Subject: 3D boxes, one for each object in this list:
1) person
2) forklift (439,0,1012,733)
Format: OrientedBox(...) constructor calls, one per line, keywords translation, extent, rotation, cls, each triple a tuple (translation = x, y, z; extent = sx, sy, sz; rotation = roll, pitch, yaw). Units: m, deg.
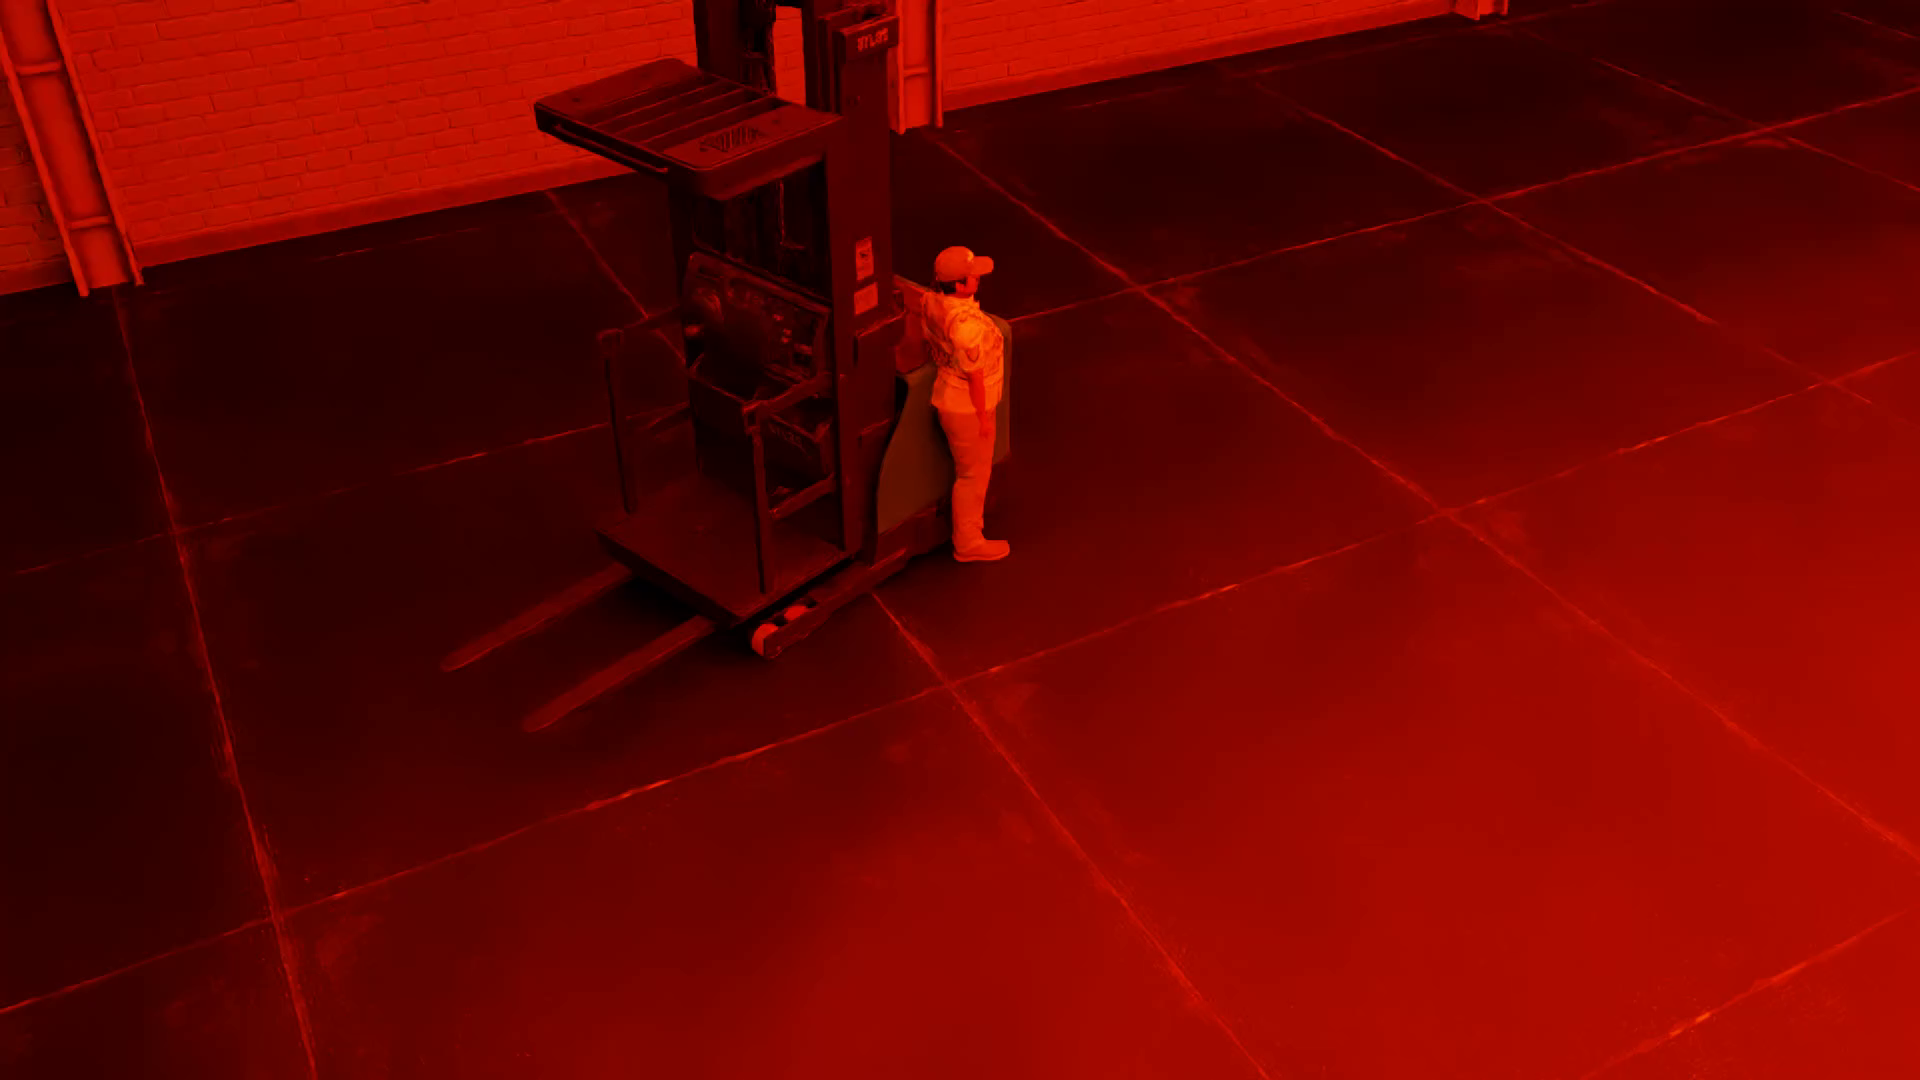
OrientedBox(translation=(0.027, -0.681, 8.189), extent=(0.407, 1.666, 0.482), rotation=(-17, 39, -23), cls="person")
OrientedBox(translation=(-1.084, -0.970, 7.496), extent=(1.130, 2.935, 3.031), rotation=(27, 44, 33), cls="forklift")
